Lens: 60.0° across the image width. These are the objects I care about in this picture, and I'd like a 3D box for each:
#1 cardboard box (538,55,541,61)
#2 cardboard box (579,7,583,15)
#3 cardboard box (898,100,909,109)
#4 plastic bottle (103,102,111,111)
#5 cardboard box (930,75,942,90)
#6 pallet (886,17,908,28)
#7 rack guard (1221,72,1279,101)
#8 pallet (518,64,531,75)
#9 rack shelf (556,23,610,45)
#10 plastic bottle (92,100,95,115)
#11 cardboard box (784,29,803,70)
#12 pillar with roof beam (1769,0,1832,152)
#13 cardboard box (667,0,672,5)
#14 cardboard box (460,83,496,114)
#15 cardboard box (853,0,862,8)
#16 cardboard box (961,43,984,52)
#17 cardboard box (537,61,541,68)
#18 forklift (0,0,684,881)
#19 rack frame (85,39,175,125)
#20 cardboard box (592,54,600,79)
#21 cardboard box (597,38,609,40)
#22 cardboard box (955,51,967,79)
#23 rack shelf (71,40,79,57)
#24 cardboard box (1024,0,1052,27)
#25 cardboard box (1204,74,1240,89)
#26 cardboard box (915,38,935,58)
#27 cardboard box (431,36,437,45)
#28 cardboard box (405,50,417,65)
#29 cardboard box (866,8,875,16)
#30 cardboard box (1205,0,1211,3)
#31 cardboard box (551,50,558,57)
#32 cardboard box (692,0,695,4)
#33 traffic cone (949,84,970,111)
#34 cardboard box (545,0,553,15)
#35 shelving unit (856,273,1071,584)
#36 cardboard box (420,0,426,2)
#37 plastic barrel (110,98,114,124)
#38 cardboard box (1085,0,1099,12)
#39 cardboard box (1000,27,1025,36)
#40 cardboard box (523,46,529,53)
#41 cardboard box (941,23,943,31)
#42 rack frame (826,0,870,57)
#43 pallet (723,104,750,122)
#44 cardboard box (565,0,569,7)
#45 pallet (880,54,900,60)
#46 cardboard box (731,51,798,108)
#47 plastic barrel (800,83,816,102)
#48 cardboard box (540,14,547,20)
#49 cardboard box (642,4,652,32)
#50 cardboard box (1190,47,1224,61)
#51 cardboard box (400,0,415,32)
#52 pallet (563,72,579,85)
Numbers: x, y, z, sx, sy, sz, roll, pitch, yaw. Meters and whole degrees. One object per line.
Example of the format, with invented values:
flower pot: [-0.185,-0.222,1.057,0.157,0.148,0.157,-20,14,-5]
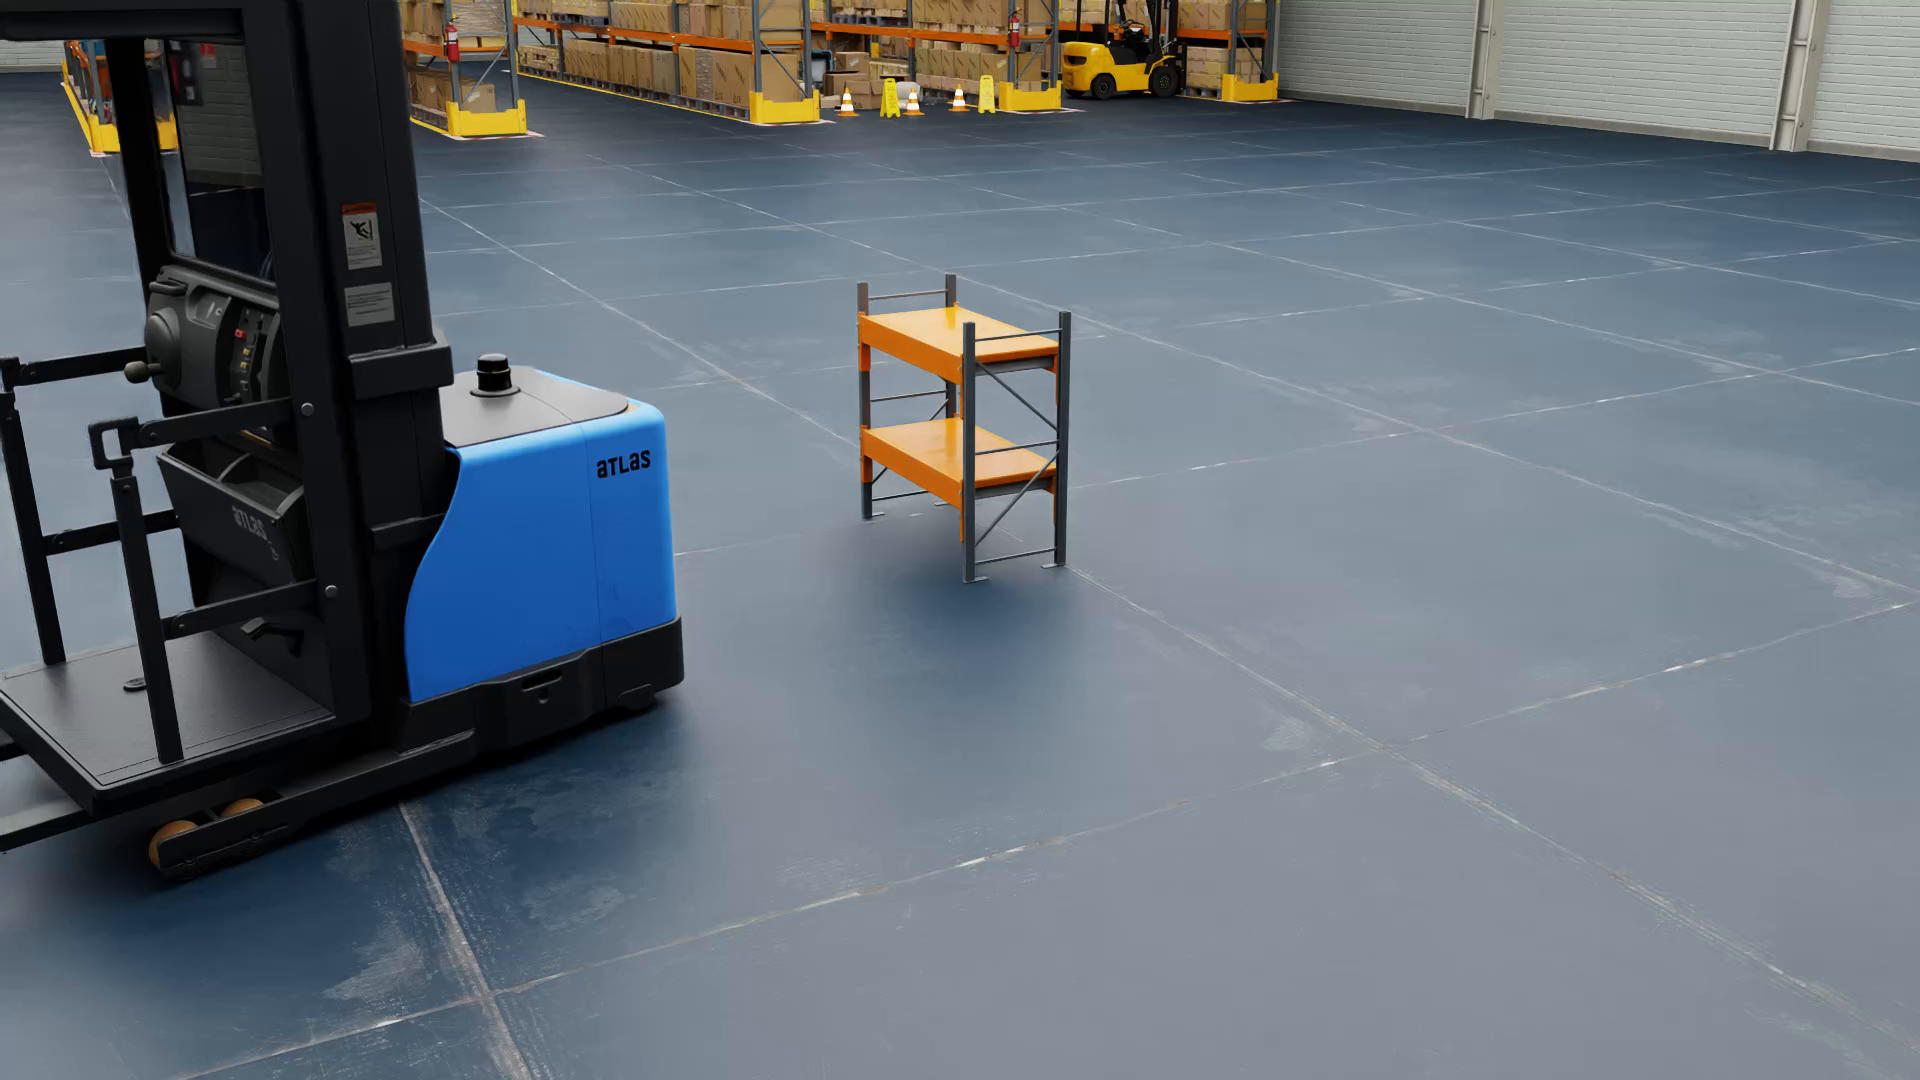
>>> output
cardboard box: [-9.881,-11.567,39.824,0.380,0.149,0.250,-9,21,-24]
cardboard box: [-7.902,-11.281,35.466,0.380,0.149,0.250,-11,22,-29]
cardboard box: [-1.073,-8.051,30.735,0.380,0.149,0.250,1,19,2]
plastic bottle: [-13.225,-6.660,25.834,0.152,0.276,0.135,-10,21,-27]
cardboard box: [-0.266,-9.019,32.743,0.500,0.250,0.500,-9,21,-24]
pallet: [-0.807,-10.635,34.147,1.003,0.211,1.213,-10,21,-27]
rack guard: [5.705,-8.917,32.705,1.175,0.500,0.348,-10,21,-27]
pallet: [-10.188,-11.554,40.791,1.003,0.211,1.213,-10,21,-27]
rack shelf: [-7.730,-11.070,36.217,1.077,0.370,4.000,-10,21,-27]
plastic bottle: [-13.343,-6.665,25.734,0.144,0.351,0.185,-10,21,-27]
cardboard box: [-3.571,-11.550,39.120,0.875,0.875,0.875,-9,21,-25]
pillar with roof beam: [8.066,-9.169,20.407,9.100,9.000,0.400,-10,21,-27]
cardboard box: [-5.122,-10.349,31.339,0.700,0.500,0.500,-10,22,-28]
cardboard box: [-7.676,-6.999,26.504,0.500,0.500,0.500,-6,20,-17]
cardboard box: [-1.950,-11.553,35.261,0.500,0.500,0.500,-10,21,-26]
cardboard box: [0.244,-9.328,31.494,0.380,0.149,0.250,-9,21,-24]
cardboard box: [-9.866,-11.341,39.627,0.380,0.149,0.250,-10,21,-27]
forklift: [-2.394,-0.595,4.864,3.031,2.935,1.130,-18,26,-42]
rack frame: [-11.753,-7.033,23.415,1.000,3.000,0.127,-10,21,-27]
cardboard box: [-7.566,-10.151,35.639,0.500,0.500,0.500,-9,21,-24]
cardboard box: [-7.871,-11.031,37.041,0.500,0.250,0.500,-9,21,-24]
cardboard box: [0.233,-9.073,31.749,0.500,0.500,0.500,-11,22,-28]
rack shelf: [-14.602,-8.415,28.524,1.077,0.370,4.000,-10,21,-27]
cardboard box: [1.346,-9.702,30.540,0.500,0.500,0.500,-10,22,-27]
cardboard box: [5.192,-9.090,32.947,0.500,0.250,0.500,-10,21,-26]
cardboard box: [-0.832,-12.975,43.824,0.700,0.500,0.500,-11,22,-29]
cardboard box: [-8.319,-8.088,26.856,0.380,0.149,0.250,-10,21,-27]
cardboard box: [-10.588,-9.139,31.526,0.500,0.250,0.500,-7,20,-21]
cardboard box: [-1.756,-11.118,34.994,0.380,0.149,0.250,-9,21,-25]
cardboard box: [5.066,-10.668,32.801,0.380,0.149,0.250,-10,21,-26]
cardboard box: [-9.234,-11.245,38.437,0.380,0.149,0.250,-10,21,-26]
cardboard box: [-4.372,-10.018,30.180,0.875,0.550,0.550,-10,21,-27]
traffic cone: [-0.012,-8.060,30.279,0.336,0.463,0.334,-10,21,-27]
cardboard box: [-9.158,-12.267,37.974,0.500,0.500,0.500,-10,21,-27]
shelving unit: [-0.003,-0.534,7.454,0.538,1.125,1.048,-10,21,-27]
cardboard box: [-8.351,-8.867,26.587,0.500,0.500,0.500,-10,21,-27]
plastic barrel: [-12.371,-6.376,24.682,0.421,0.512,0.421,0,19,0]
cardboard box: [3.085,-11.667,36.307,0.500,0.250,0.500,-11,22,-28]
cardboard box: [0.961,-9.291,30.342,0.380,0.149,0.250,-9,21,-25]
cardboard box: [-10.386,-11.909,40.360,0.380,0.149,0.250,-10,21,-27]
cardboard box: [-0.146,-9.941,32.226,0.380,0.149,0.250,-10,21,-27]
rack frame: [-2.472,-11.632,36.742,1.000,3.000,0.127,-10,21,-27]
pallet: [-3.430,-7.439,28.865,1.003,0.211,1.213,-10,21,-27]
cardboard box: [-8.396,-11.721,36.285,0.380,0.149,0.250,-9,21,-24]
pallet: [-1.489,-13.129,45.357,1.003,0.211,1.213,-10,21,-27]
cardboard box: [-3.361,-7.918,28.593,0.875,0.875,0.875,-10,21,-26]
plastic barrel: [-2.992,-8.382,31.273,0.512,0.421,0.421,4,19,11]
cardboard box: [-9.570,-12.205,38.790,0.380,0.149,0.250,-11,22,-29]
cardboard box: [-5.844,-10.134,32.247,0.500,0.500,0.500,-10,21,-26]
cardboard box: [4.953,-9.706,33.200,0.500,0.250,0.500,-10,21,-26]
cardboard box: [-8.928,-8.849,28.067,0.875,0.500,0.500,-10,21,-27]
pallet: [-8.309,-10.443,37.571,1.003,0.211,1.213,-10,21,-27]
